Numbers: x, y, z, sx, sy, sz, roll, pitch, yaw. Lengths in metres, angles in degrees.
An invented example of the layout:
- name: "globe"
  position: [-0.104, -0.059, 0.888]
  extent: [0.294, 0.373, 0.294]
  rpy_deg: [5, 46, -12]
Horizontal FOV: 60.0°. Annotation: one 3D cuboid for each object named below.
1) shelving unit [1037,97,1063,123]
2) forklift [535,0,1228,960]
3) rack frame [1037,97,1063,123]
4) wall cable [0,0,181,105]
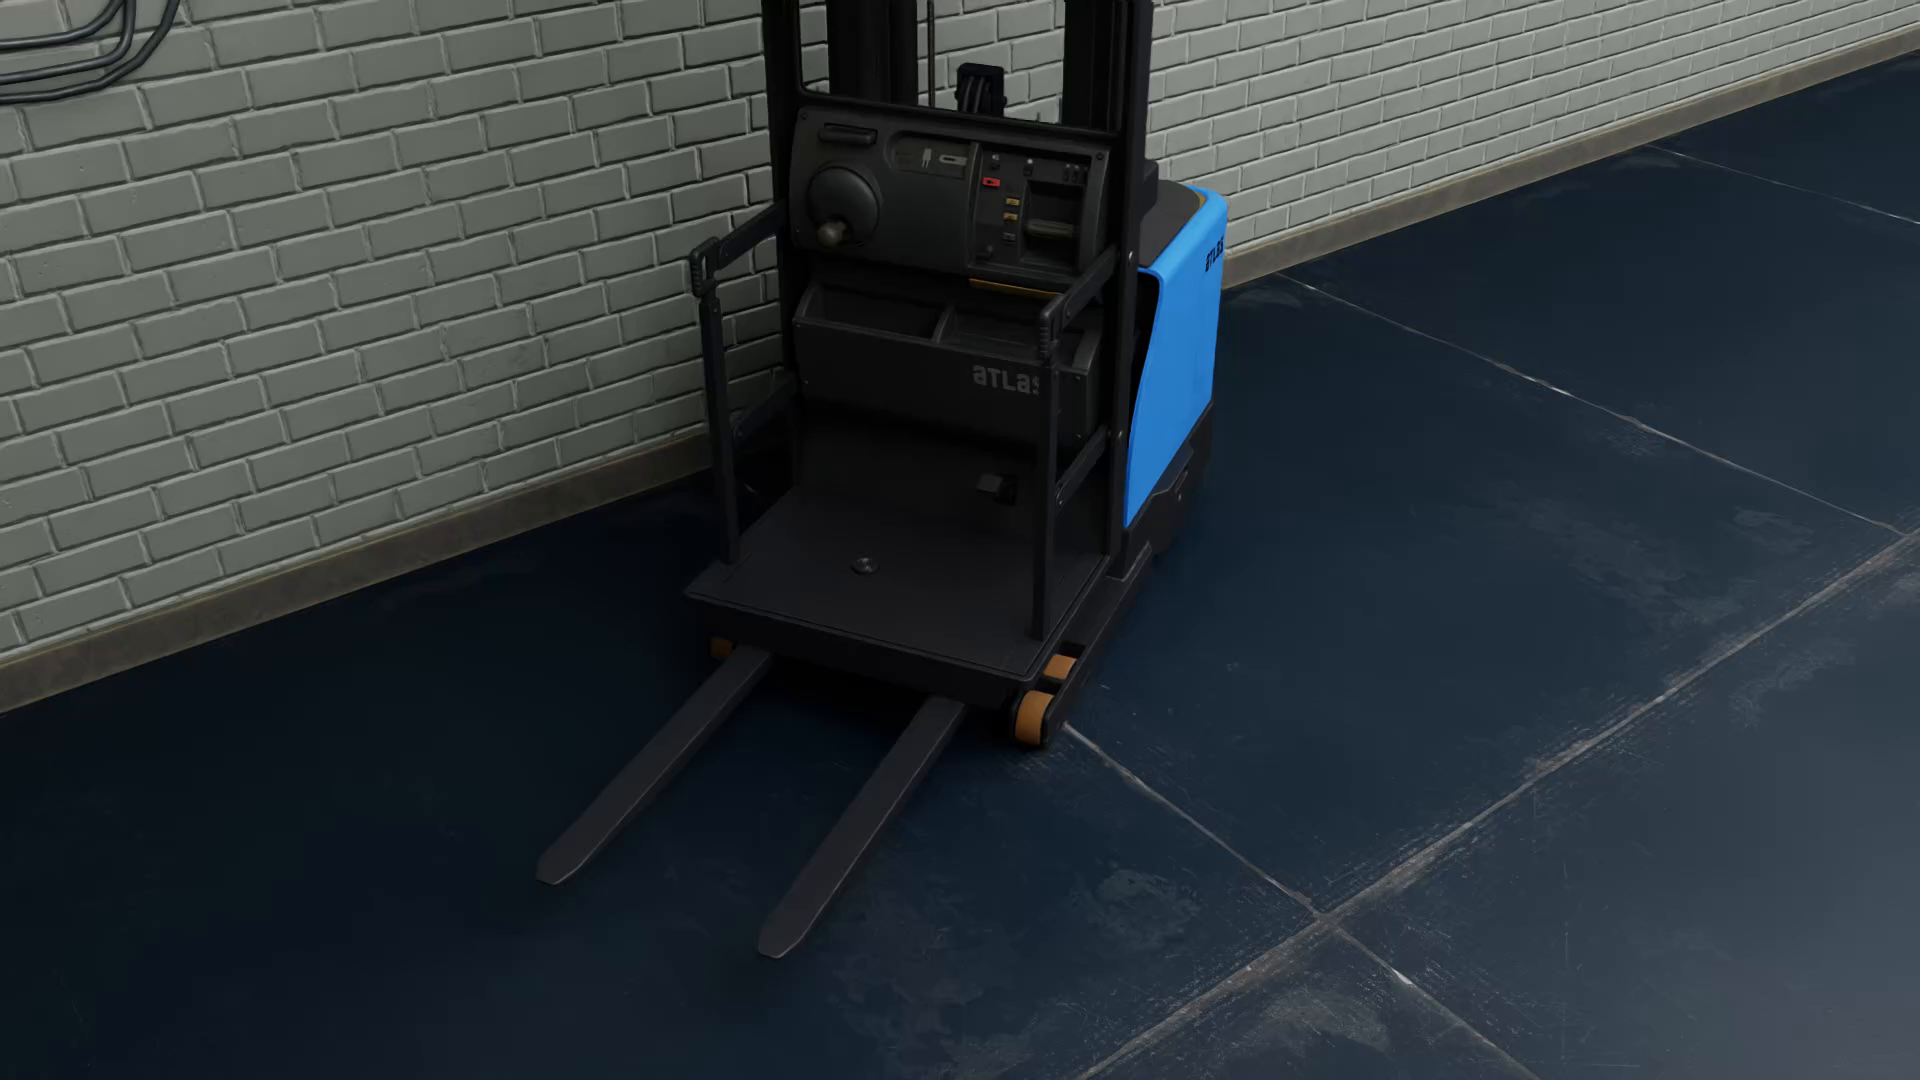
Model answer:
- name: "shelving unit"
  position: [0.398, -1.028, 6.256]
  extent: [0.189, 1.200, 0.258]
  rpy_deg: [13, 32, 20]
- name: "forklift"
  position: [-0.126, -0.903, 4.427]
  extent: [1.130, 2.935, 3.031]
  rpy_deg: [13, 34, 20]
- name: "rack frame"
  position: [0.314, -1.048, 6.288]
  extent: [0.006, 1.200, 0.240]
  rpy_deg: [13, 32, 20]
- name: "wall cable"
  position: [-3.232, -1.818, 3.092]
  extent: [3.097, 2.526, 0.112]
  rpy_deg: [-22, 38, -31]
